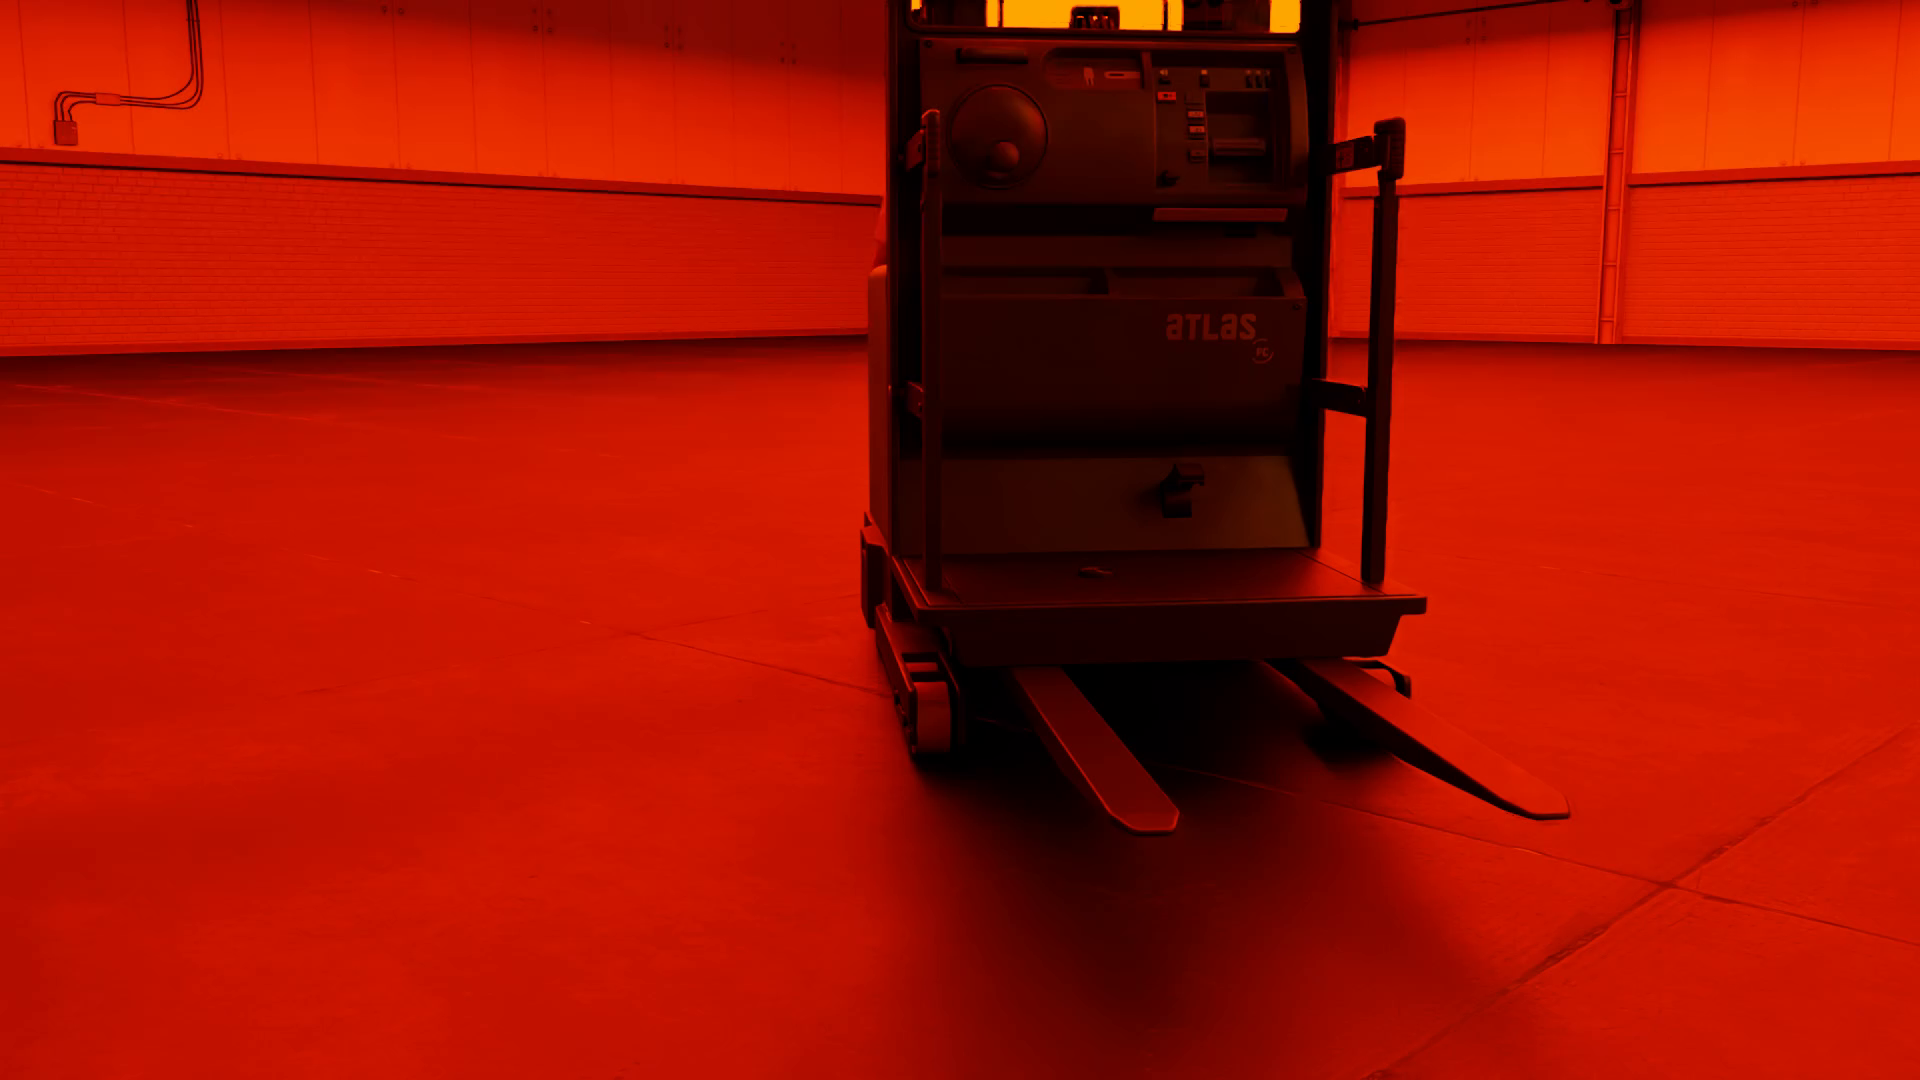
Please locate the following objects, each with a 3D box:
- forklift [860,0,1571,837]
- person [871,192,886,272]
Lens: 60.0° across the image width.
[{"bbox_3d":[0.396,-1.035,3.747,1.130,2.935,3.031,-1,9,-7],"label":"forklift"},{"bbox_3d":[-0.012,-0.884,6.757,0.727,1.760,0.651,0,9,-2],"label":"person"}]
